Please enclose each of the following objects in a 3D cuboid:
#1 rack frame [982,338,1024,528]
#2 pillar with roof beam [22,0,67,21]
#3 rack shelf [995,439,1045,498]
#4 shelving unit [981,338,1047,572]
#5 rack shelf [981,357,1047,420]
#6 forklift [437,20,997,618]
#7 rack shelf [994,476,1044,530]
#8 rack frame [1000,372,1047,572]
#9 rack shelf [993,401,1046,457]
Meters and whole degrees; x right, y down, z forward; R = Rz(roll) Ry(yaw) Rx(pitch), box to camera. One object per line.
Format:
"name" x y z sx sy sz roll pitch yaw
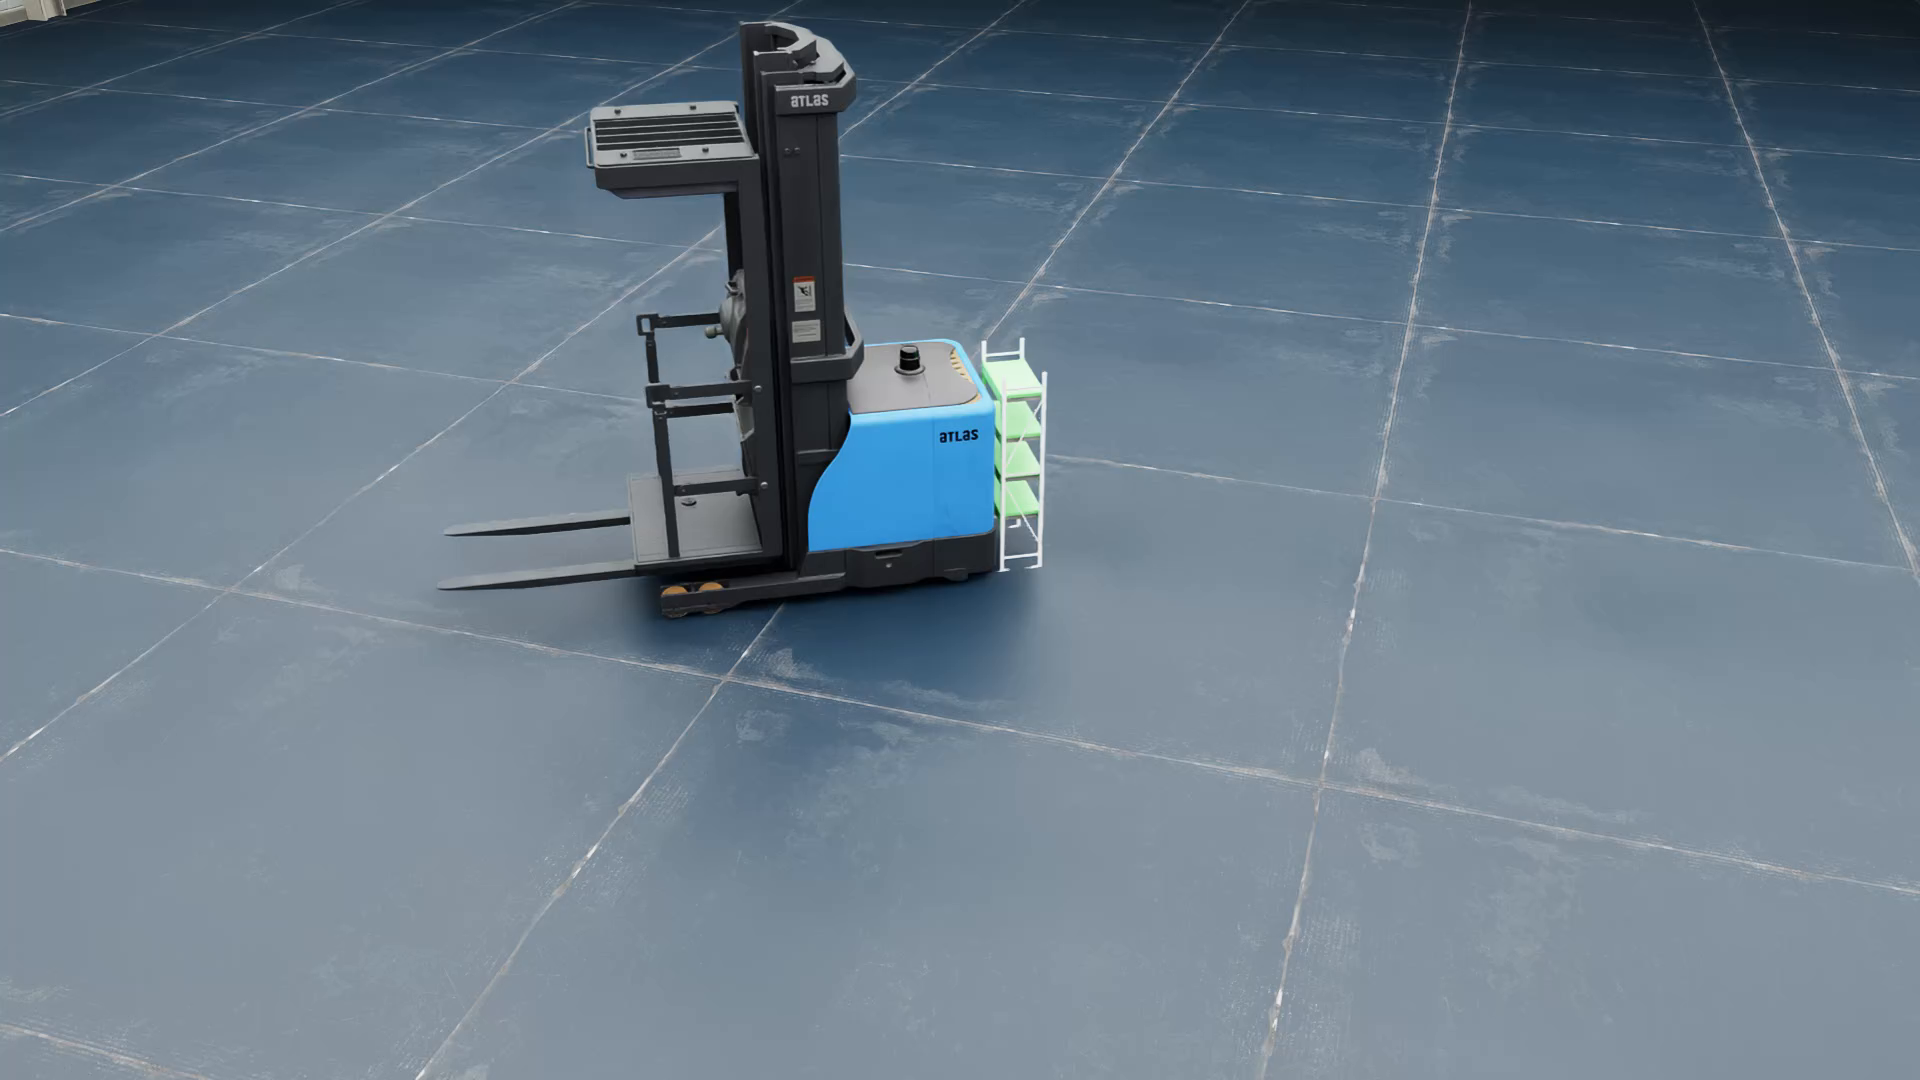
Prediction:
"rack frame" 0.241 -0.593 9.581 0.240 1.200 0.015 -6 30 -11
"pillar with roof beam" -8.200 -10.369 19.134 9.100 9.000 0.400 8 30 15
"rack shelf" 0.293 -0.421 9.404 0.258 0.148 0.480 -6 30 -11
"shelving unit" 0.293 -0.477 9.373 0.258 1.200 0.503 -6 30 -11
"rack shelf" 0.293 -0.840 9.170 0.258 0.148 0.480 -6 30 -11
"forklift" -1.368 -1.143 8.789 3.031 2.935 1.130 -6 30 -11
"rack shelf" 0.293 -0.211 9.520 0.258 0.148 0.480 -6 30 -11
"rack frame" 0.345 -0.361 9.164 0.240 1.200 0.015 -6 30 -11
"rack shelf" 0.293 -0.631 9.287 0.258 0.148 0.480 -6 30 -11
